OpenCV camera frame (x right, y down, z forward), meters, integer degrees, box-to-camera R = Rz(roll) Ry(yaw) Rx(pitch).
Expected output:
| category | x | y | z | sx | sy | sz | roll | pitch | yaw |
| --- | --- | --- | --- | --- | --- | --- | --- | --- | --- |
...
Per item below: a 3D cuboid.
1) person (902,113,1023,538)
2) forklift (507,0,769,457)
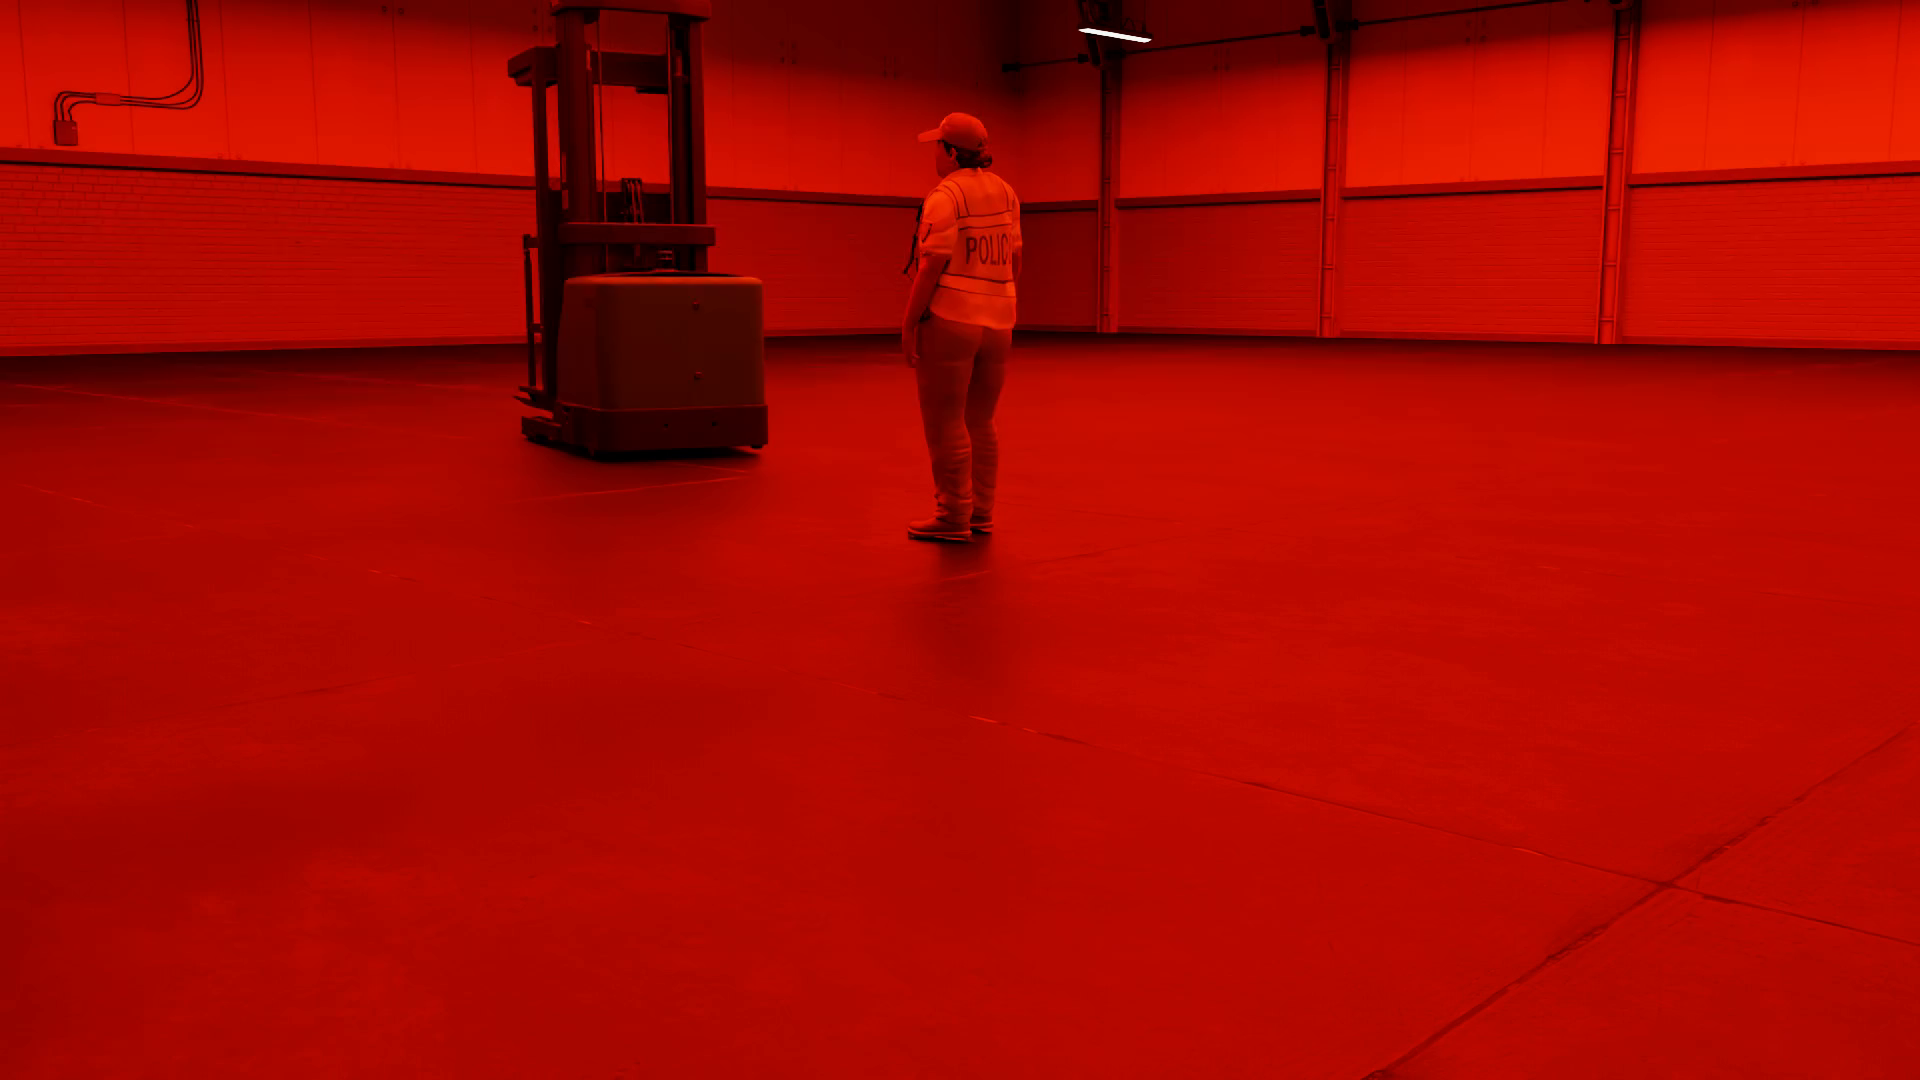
| category | x | y | z | sx | sy | sz | roll | pitch | yaw |
| --- | --- | --- | --- | --- | --- | --- | --- | --- | --- |
| person | -0.039 | -0.841 | 6.661 | 0.529 | 1.670 | 0.598 | 8 | 12 | 43 |
| forklift | -2.296 | -2.119 | 10.946 | 1.130 | 2.935 | 3.031 | -4 | 10 | -27 |
